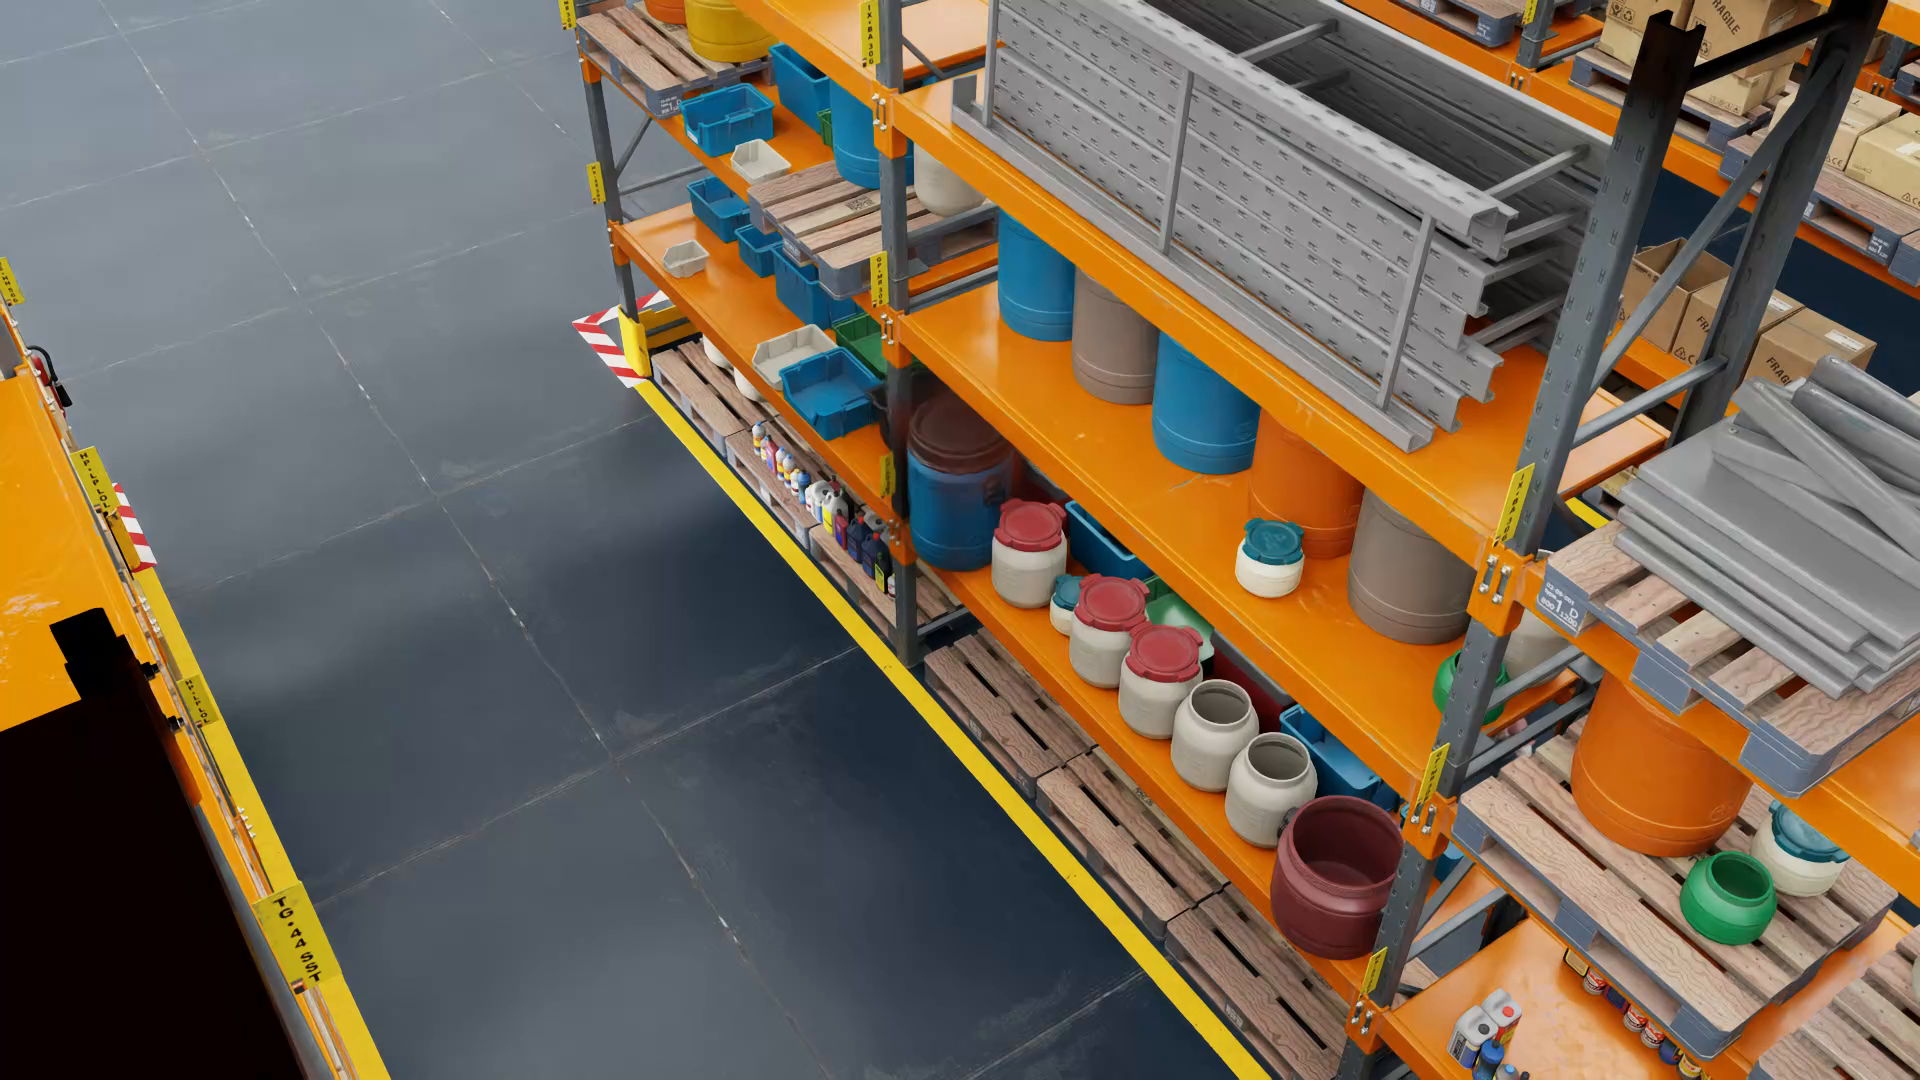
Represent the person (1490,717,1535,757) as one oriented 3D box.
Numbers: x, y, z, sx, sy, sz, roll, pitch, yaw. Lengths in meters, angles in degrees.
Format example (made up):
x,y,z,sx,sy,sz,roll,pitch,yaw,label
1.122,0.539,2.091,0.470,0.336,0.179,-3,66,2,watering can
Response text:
x,y,z,sx,sy,sz,roll,pitch,yaw,label
3.248,0.662,9.725,0.575,1.506,0.685,-18,46,-19,person
